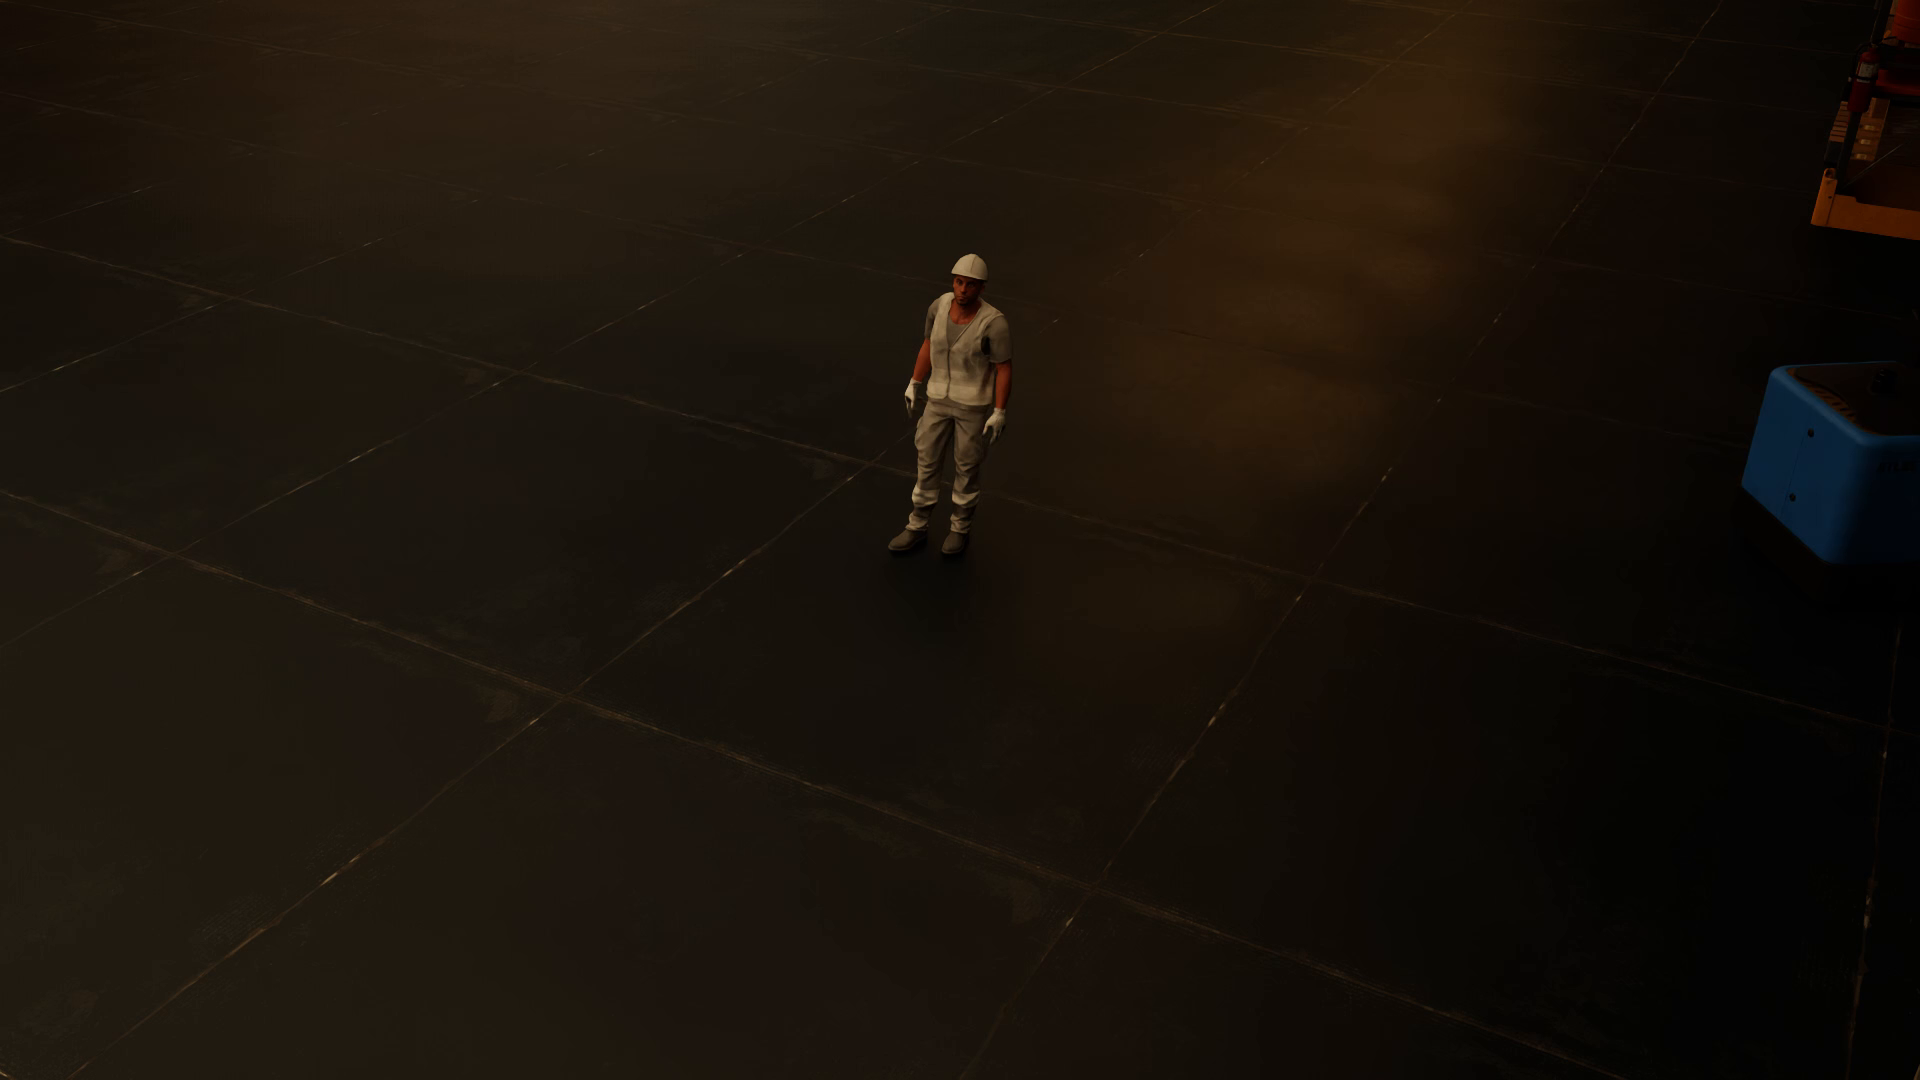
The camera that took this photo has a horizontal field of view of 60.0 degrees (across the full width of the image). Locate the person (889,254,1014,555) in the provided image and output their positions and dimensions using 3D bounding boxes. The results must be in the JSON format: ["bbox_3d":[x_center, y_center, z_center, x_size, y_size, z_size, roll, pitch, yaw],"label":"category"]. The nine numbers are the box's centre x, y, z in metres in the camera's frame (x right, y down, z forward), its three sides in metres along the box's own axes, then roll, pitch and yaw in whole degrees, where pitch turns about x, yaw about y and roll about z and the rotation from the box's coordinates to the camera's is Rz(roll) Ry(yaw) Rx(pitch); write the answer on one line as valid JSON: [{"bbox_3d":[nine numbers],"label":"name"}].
[{"bbox_3d":[-0.049,-0.749,9.497,0.637,1.787,0.564,15,33,25],"label":"person"}]

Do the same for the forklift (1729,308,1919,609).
[{"bbox_3d":[6.210,-1.187,9.127,3.031,2.935,1.130,-3,30,-5],"label":"forklift"}]
